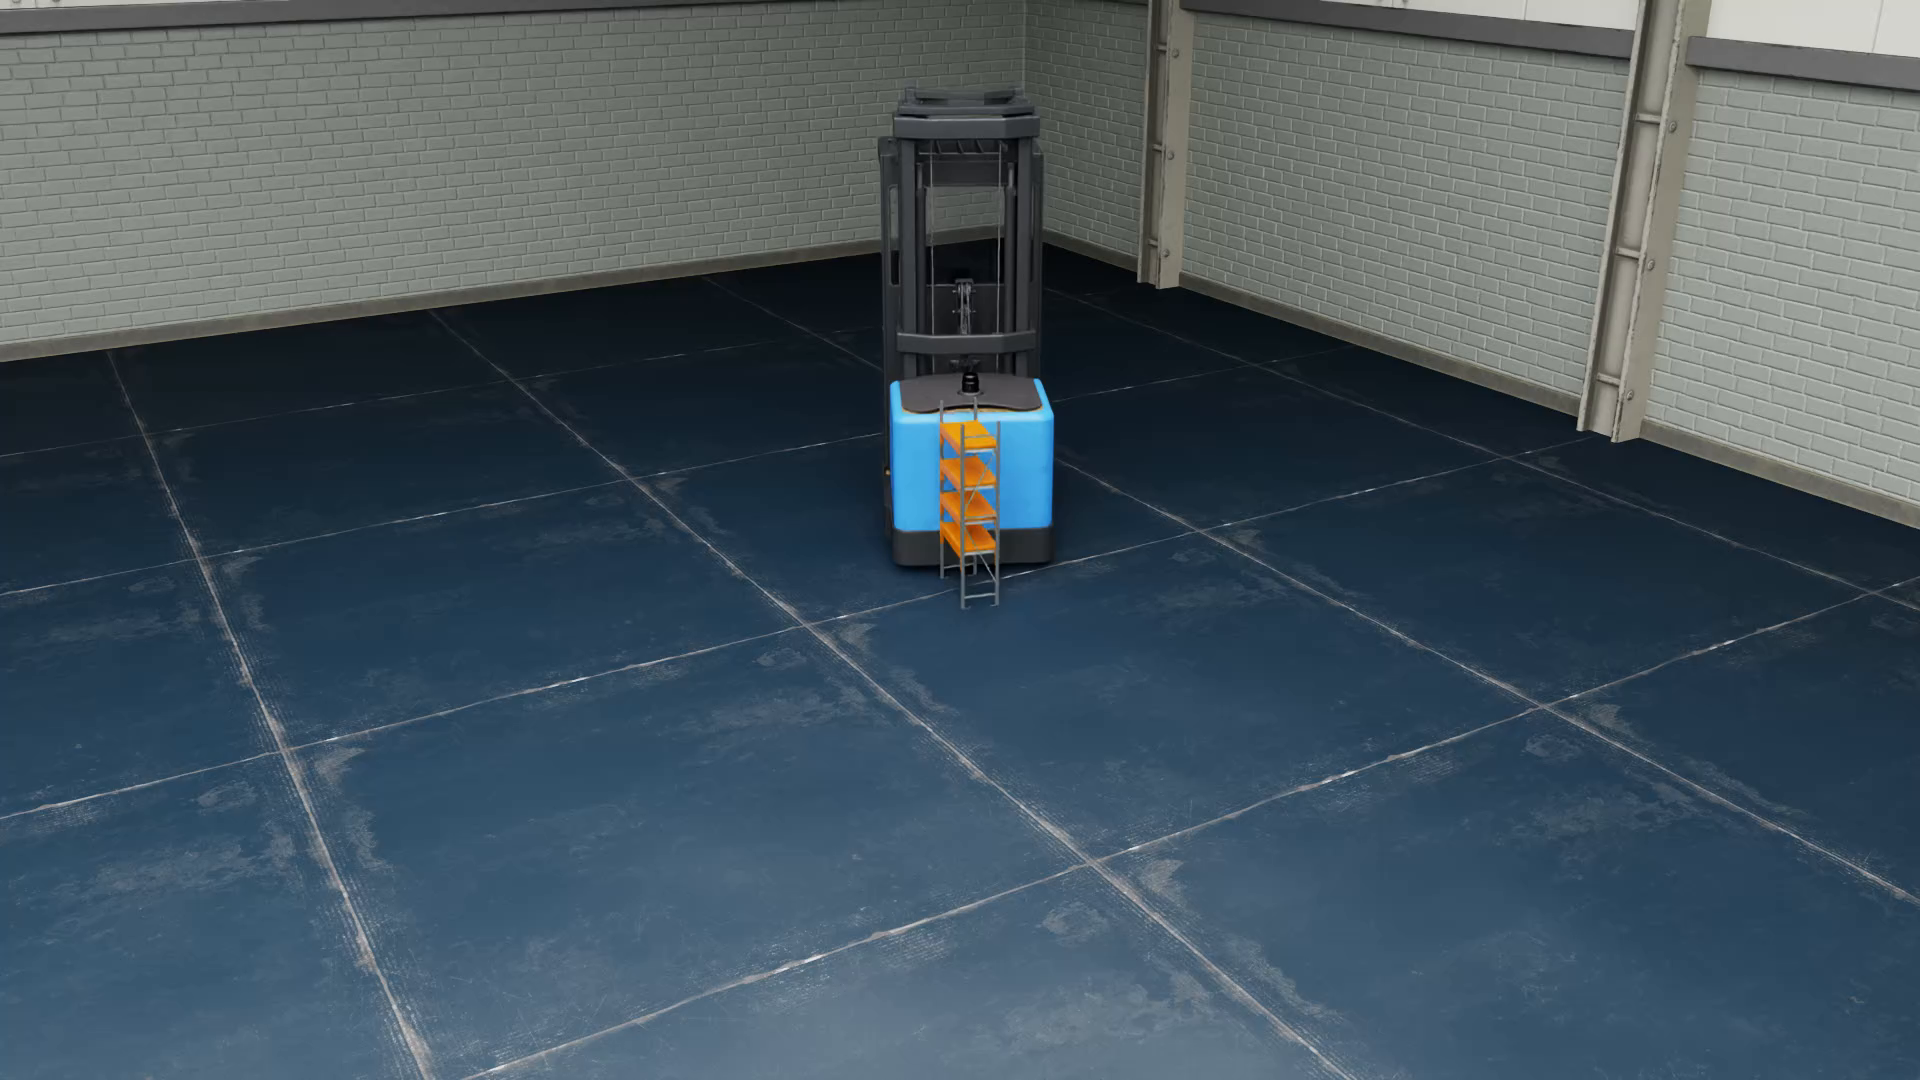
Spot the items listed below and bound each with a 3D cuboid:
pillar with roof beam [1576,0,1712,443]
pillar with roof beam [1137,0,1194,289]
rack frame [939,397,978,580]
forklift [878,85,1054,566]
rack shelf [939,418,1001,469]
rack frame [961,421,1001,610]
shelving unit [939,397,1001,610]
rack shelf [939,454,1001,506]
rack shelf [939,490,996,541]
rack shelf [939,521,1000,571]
[{"bbox_3d":[1.541,-4.206,9.707,9.100,9.000,0.400,-13,25,-28],"label":"pillar with roof beam"},{"bbox_3d":[-1.524,-6.148,14.486,9.100,9.000,0.400,-13,25,-28],"label":"pillar with roof beam"},{"bbox_3d":[-0.009,-0.313,10.489,0.240,1.200,0.015,-6,23,-14],"label":"rack frame"},{"bbox_3d":[-0.004,-1.702,11.607,1.130,2.935,3.031,-1,22,-3],"label":"forklift"},{"bbox_3d":[0.057,-0.589,10.123,0.258,0.148,0.480,-6,23,-14],"label":"rack shelf"},{"bbox_3d":[0.123,-0.136,10.054,0.240,1.200,0.015,-6,23,-14],"label":"rack frame"},{"bbox_3d":[0.057,-0.225,10.271,0.258,1.200,0.503,-6,23,-14],"label":"shelving unit"},{"bbox_3d":[0.057,-0.370,10.212,0.258,0.148,0.480,-6,23,-14],"label":"rack shelf"},{"bbox_3d":[0.057,-0.163,10.297,0.258,0.148,0.480,-6,23,-14],"label":"rack shelf"},{"bbox_3d":[0.057,0.021,10.371,0.258,0.148,0.480,-6,23,-14],"label":"rack shelf"}]
